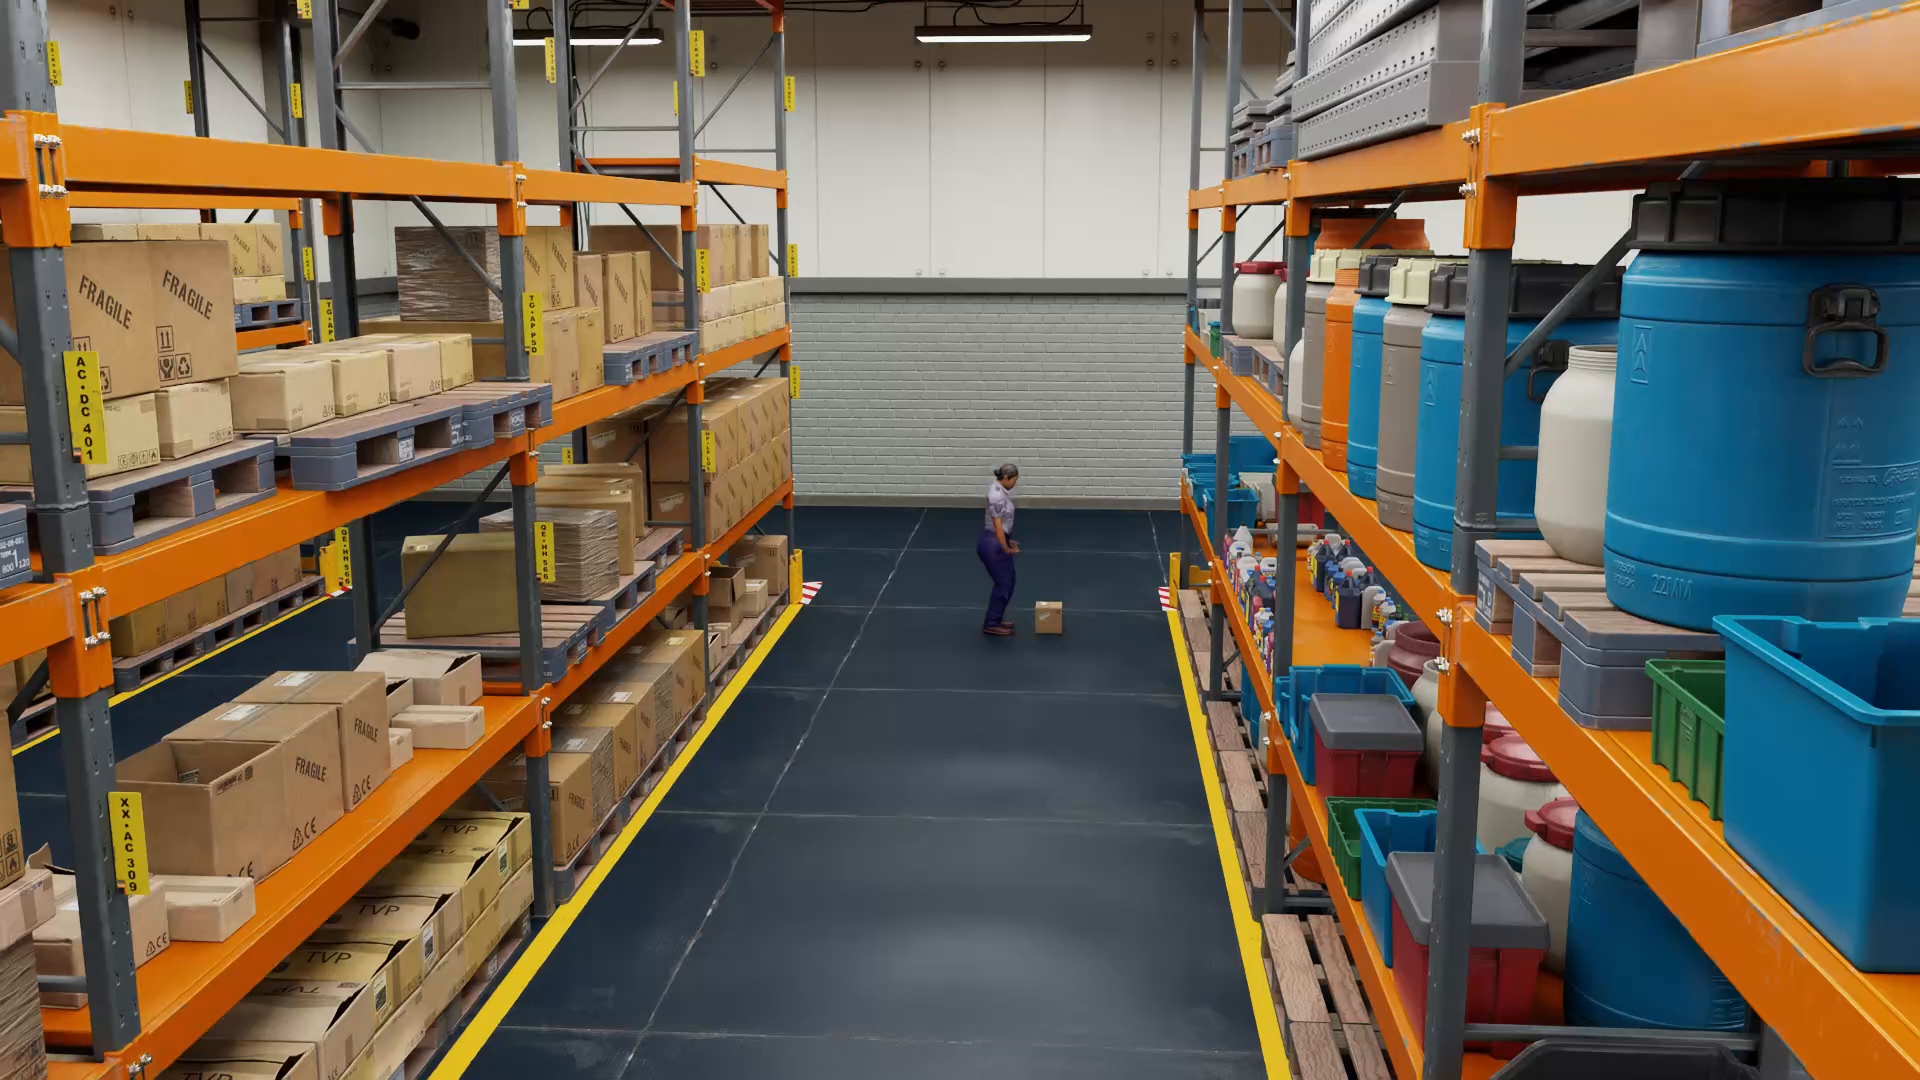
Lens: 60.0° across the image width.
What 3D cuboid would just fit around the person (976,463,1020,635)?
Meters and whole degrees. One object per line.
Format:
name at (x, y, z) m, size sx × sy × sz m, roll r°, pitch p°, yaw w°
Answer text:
person at (0.361, 0.076, 15.744) m, size 0.396 × 1.596 × 0.496 m, roll 1°, pitch 11°, yaw 5°
